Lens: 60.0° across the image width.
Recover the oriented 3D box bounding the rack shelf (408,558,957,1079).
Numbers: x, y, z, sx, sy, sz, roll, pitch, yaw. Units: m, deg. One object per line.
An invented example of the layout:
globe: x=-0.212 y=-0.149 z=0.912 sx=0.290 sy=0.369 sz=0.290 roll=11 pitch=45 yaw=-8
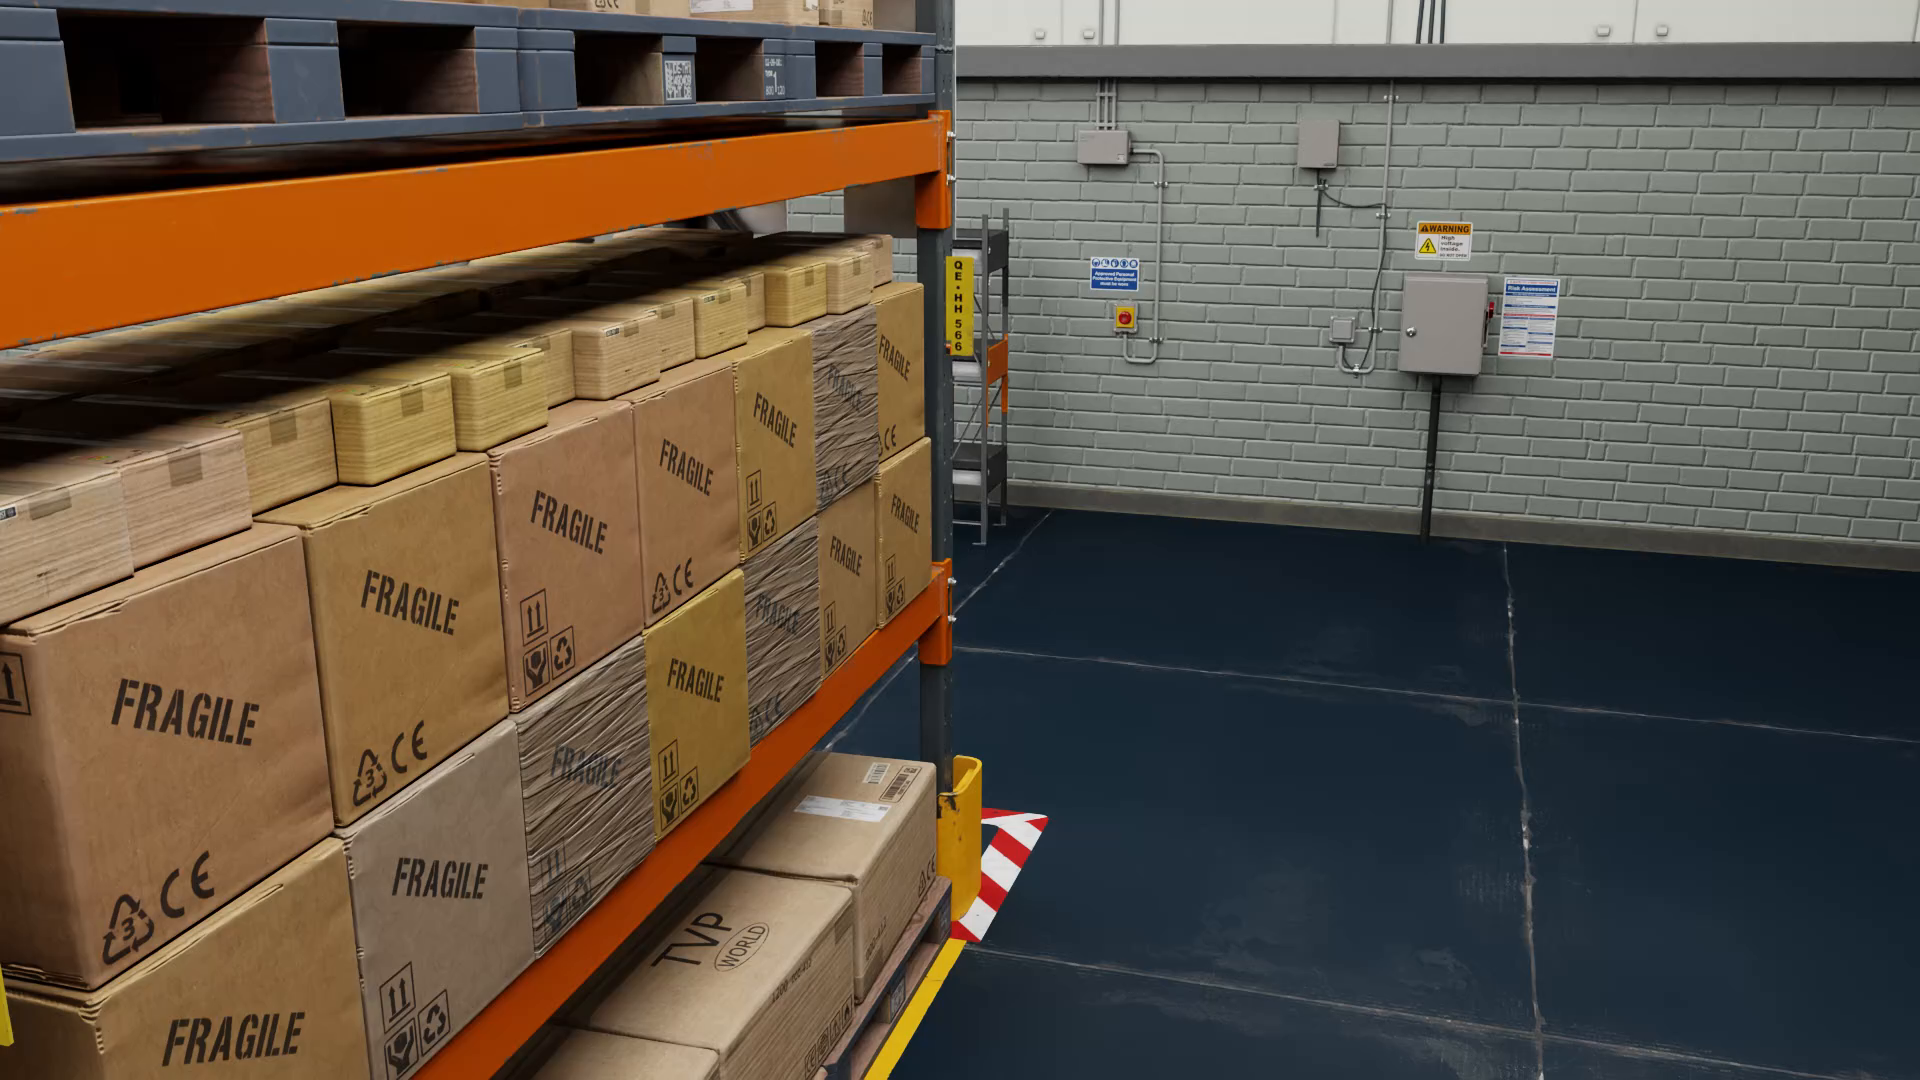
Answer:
rack shelf: x=-1.089 y=0.722 z=4.106 sx=1.077 sy=0.370 sz=4.000 roll=5 pitch=16 yaw=16

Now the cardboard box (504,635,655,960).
cardboard box: x=-0.978 y=0.487 z=3.431 sx=0.500 sy=0.500 sz=0.500 roll=5 pitch=17 yaw=16

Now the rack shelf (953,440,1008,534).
rack shelf: x=0.047 y=-0.367 z=10.890 sx=0.431 sy=0.518 sz=0.480 roll=5 pitch=16 yaw=16

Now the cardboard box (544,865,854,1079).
cardboard box: x=-0.864 y=1.304 z=4.662 sx=0.875 sy=0.438 sz=0.875 roll=5 pitch=17 yaw=17

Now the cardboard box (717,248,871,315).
cardboard box: x=-0.472 y=-0.737 z=4.726 sx=0.380 sy=0.149 sz=0.250 roll=4 pitch=16 yaw=15

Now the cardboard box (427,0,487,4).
cardboard box: x=-1.305 y=-1.199 z=2.921 sx=0.797 sy=0.503 sz=0.637 roll=6 pitch=17 yaw=20

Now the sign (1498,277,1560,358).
sign: x=3.564 y=-1.394 z=10.420 sx=0.329 sy=0.494 sz=0.001 roll=5 pitch=16 yaw=16

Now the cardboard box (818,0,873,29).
cardboard box: x=-0.562 y=-1.644 z=4.953 sx=0.500 sy=0.250 sz=0.500 roll=3 pitch=16 yaw=11

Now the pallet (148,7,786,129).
pallet: x=-1.066 y=-1.033 z=3.639 sx=1.003 sy=0.211 sz=1.213 roll=5 pitch=16 yaw=16

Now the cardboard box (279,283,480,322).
cardboard box: x=-1.368 y=-0.515 z=3.943 sx=0.380 sy=0.149 sz=0.250 roll=4 pitch=16 yaw=15

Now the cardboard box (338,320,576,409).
cardboard box: x=-1.004 y=-0.343 z=3.336 sx=0.380 sy=0.149 sz=0.250 roll=5 pitch=16 yaw=16

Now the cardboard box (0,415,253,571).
cardboard box: x=-1.261 y=-0.073 z=2.385 sx=0.380 sy=0.149 sz=0.250 roll=5 pitch=17 yaw=17

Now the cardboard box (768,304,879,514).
cardboard box: x=-0.550 y=-0.393 z=4.702 sx=0.500 sy=0.500 sz=0.500 roll=5 pitch=16 yaw=16

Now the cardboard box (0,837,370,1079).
cardboard box: x=-1.273 y=0.748 z=2.510 sx=0.500 sy=0.500 sz=0.500 roll=5 pitch=17 yaw=18

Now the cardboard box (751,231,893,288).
cardboard box: x=-0.431 y=-0.879 z=5.228 sx=0.380 sy=0.149 sz=0.250 roll=5 pitch=17 yaw=17

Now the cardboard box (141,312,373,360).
cardboard box: x=-1.451 y=-0.377 z=3.457 sx=0.380 sy=0.149 sz=0.250 roll=4 pitch=16 yaw=15

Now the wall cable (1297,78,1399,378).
wall cable: x=2.423 y=-2.006 z=10.544 sx=0.588 sy=1.984 sz=0.122 roll=5 pitch=16 yaw=16

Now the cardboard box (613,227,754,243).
cardboard box: x=-0.887 y=-0.917 z=5.362 sx=0.380 sy=0.149 sz=0.250 roll=5 pitch=17 yaw=17

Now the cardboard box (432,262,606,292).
cardboard box: x=-1.158 y=-0.641 z=4.388 sx=0.380 sy=0.149 sz=0.250 roll=5 pitch=17 yaw=16

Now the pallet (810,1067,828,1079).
pallet: x=-1.021 y=1.727 z=4.352 sx=1.003 sy=0.211 sz=1.213 roll=5 pitch=16 yaw=16

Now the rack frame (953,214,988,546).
rack frame: x=-0.022 y=-0.990 z=10.470 sx=0.400 sy=2.100 sz=0.015 roll=5 pitch=16 yaw=16

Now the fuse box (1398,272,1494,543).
fuse box: x=3.032 y=-0.804 z=10.527 sx=0.539 sy=1.711 sz=0.414 roll=5 pitch=16 yaw=16

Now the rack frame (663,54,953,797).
rack frame: x=-0.521 y=-0.148 z=5.852 sx=1.000 sy=3.000 sz=0.127 roll=5 pitch=16 yaw=16

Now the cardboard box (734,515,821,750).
cardboard box: x=-0.698 y=0.217 z=4.386 sx=0.500 sy=0.500 sz=0.500 roll=5 pitch=17 yaw=17

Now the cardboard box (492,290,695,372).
cardboard box: x=-0.833 y=-0.474 z=3.799 sx=0.380 sy=0.149 sz=0.250 roll=5 pitch=17 yaw=18

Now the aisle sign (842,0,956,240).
aisle sign: x=-0.203 y=-1.393 z=5.479 sx=0.394 sy=0.787 sz=0.004 roll=5 pitch=16 yaw=16

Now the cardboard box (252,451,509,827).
cardboard box: x=-1.140 y=0.132 z=2.850 sx=0.500 sy=0.500 sz=0.500 roll=4 pitch=16 yaw=15

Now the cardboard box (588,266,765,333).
cardboard box: x=-0.726 y=-0.611 z=4.283 sx=0.380 sy=0.149 sz=0.250 roll=4 pitch=16 yaw=15

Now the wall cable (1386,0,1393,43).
wall cable: x=1.546 y=-4.485 z=10.149 sx=2.355 sy=3.000 sz=0.029 roll=5 pitch=16 yaw=16

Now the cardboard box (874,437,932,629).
cardboard box: x=-0.404 y=-0.049 z=5.321 sx=0.500 sy=0.500 sz=0.500 roll=5 pitch=17 yaw=16

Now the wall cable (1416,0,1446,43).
wall cable: x=4.206 y=-4.277 z=9.348 sx=2.988 sy=3.039 sz=0.133 roll=5 pitch=16 yaw=16

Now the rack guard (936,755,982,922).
rack guard: x=-0.514 y=1.049 z=6.216 sx=1.175 sy=0.500 sz=0.348 roll=5 pitch=16 yaw=16

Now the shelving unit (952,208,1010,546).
shelving unit: x=0.047 y=-1.053 z=10.696 sx=0.431 sy=2.100 sz=0.503 roll=5 pitch=16 yaw=16

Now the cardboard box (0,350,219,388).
cardboard box: x=-1.561 y=-0.240 z=2.975 sx=0.380 sy=0.149 sz=0.250 roll=4 pitch=16 yaw=15

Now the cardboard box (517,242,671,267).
cardboard box: x=-1.077 y=-0.784 z=4.892 sx=0.380 sy=0.149 sz=0.250 roll=5 pitch=17 yaw=18

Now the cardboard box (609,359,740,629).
cardboard box: x=-0.838 y=-0.132 z=3.784 sx=0.500 sy=0.500 sz=0.500 roll=5 pitch=16 yaw=15

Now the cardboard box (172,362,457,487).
cardboard box: x=-1.100 y=-0.203 z=2.845 sx=0.380 sy=0.149 sz=0.250 roll=5 pitch=16 yaw=15

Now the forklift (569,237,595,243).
forklift: x=-2.769 y=-1.059 z=9.191 sx=3.031 sy=2.935 sz=1.130 roll=-6 pitch=17 yaw=-22

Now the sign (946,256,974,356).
sign: x=-0.004 y=-0.773 z=5.501 sx=0.100 sy=0.325 sz=0.005 roll=5 pitch=16 yaw=16

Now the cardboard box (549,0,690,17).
cardboard box: x=-0.994 y=-1.410 z=4.017 sx=0.500 sy=0.311 sz=0.500 roll=5 pitch=17 yaw=17
